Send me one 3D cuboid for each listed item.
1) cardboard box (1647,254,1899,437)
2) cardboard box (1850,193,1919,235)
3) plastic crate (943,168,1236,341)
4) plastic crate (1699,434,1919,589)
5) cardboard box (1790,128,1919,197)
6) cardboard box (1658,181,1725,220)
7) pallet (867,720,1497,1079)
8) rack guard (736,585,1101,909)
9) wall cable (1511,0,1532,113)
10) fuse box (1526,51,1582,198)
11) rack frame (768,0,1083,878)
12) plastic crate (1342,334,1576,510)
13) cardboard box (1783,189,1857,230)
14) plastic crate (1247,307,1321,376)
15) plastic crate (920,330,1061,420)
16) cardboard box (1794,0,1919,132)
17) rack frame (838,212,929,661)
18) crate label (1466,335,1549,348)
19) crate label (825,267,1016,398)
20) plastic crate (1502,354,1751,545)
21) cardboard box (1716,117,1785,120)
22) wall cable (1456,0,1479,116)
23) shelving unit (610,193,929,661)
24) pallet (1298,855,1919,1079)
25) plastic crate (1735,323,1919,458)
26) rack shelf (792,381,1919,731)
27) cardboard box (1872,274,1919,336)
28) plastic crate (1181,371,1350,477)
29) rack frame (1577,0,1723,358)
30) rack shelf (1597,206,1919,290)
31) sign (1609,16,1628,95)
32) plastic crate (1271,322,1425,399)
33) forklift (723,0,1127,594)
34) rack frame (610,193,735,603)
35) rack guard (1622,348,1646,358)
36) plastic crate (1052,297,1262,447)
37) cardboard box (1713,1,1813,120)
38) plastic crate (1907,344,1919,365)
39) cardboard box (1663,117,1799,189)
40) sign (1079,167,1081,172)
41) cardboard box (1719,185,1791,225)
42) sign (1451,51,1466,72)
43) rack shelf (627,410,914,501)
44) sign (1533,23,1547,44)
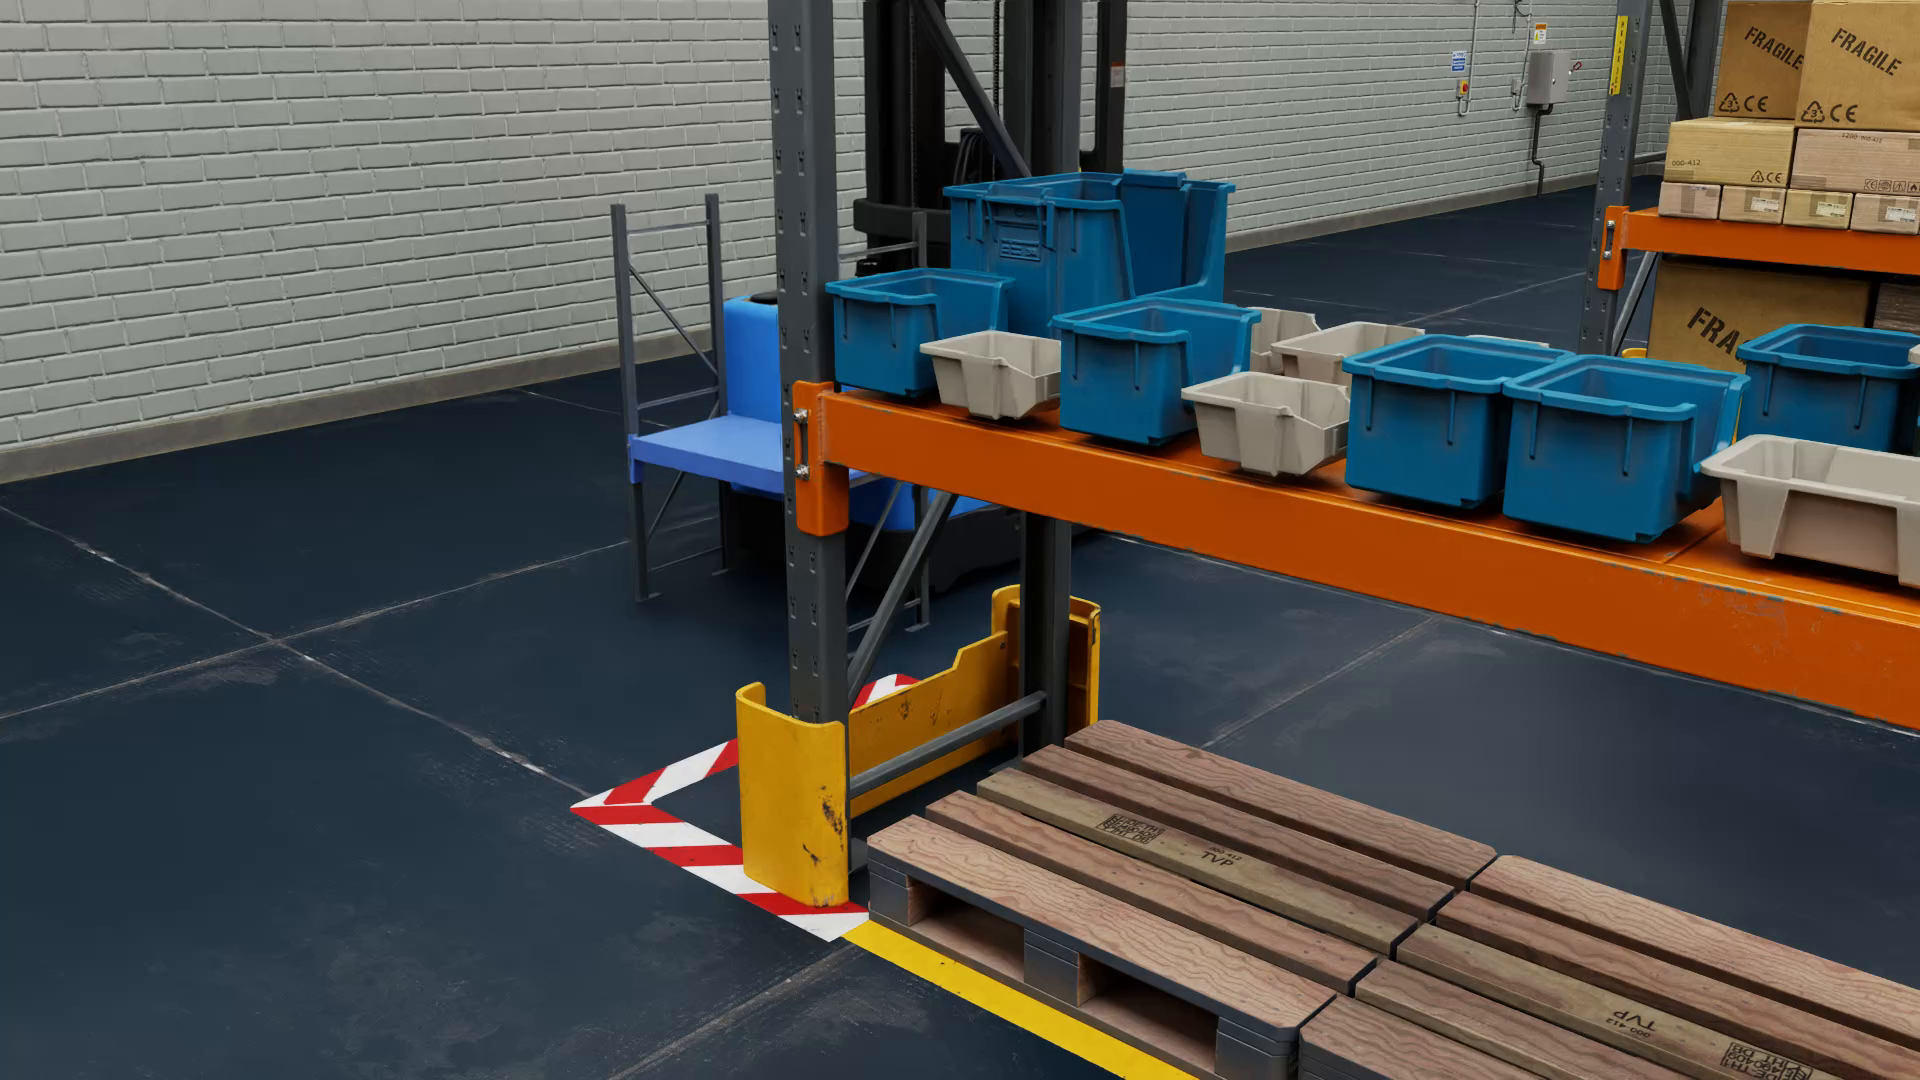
[{"bbox_3d":[3.765,-0.855,7.666,0.875,0.875,0.875,15,23,39],"label":"cardboard box"},{"bbox_3d":[3.861,-1.358,6.847,0.250,0.149,0.380,15,23,38],"label":"cardboard box"},{"bbox_3d":[0.320,-0.678,4.132,0.499,0.435,0.616,15,23,39],"label":"plastic crate"},{"bbox_3d":[1.436,-0.039,2.613,0.466,0.136,0.293,15,23,39],"label":"plastic crate"},{"bbox_3d":[3.807,-1.588,6.914,0.500,0.250,0.500,15,23,39],"label":"cardboard box"},{"bbox_3d":[3.280,-1.513,7.334,0.250,0.149,0.380,15,23,40],"label":"cardboard box"},{"bbox_3d":[0.537,0.846,4.098,1.213,0.211,1.003,15,23,39],"label":"pallet"},{"bbox_3d":[-0.081,0.532,4.609,0.348,0.500,1.175,15,23,39],"label":"rack guard"},{"bbox_3d":[6.511,-5.955,19.237,0.122,1.984,0.588,15,23,39],"label":"wall cable"},{"bbox_3d":[7.082,-4.979,19.972,0.414,1.711,0.539,15,23,39],"label":"fuse box"},{"bbox_3d":[-0.054,-0.658,4.225,0.127,3.000,1.000,15,23,39],"label":"rack frame"},{"bbox_3d":[0.897,-0.218,3.018,0.300,0.233,0.416,15,23,39],"label":"plastic crate"},{"bbox_3d":[3.665,-1.410,7.011,0.250,0.149,0.380,14,23,38],"label":"cardboard box"},{"bbox_3d":[0.676,-0.438,3.869,0.243,0.136,0.396,15,23,39],"label":"plastic crate"},{"bbox_3d":[0.097,-0.353,3.603,0.298,0.136,0.250,15,23,39],"label":"plastic crate"},{"bbox_3d":[3.787,-1.948,6.808,0.500,0.500,0.500,14,23,38],"label":"cardboard box"},{"bbox_3d":[-0.280,-0.344,5.717,0.032,1.500,0.500,14,22,36],"label":"rack frame"},{"bbox_3d":[1.108,-0.326,3.517,0.243,0.136,0.396,15,23,39],"label":"crate label"},{"bbox_3d":[-0.088,-0.482,3.851,0.303,0.233,0.416,15,23,39],"label":"crate label"},{"bbox_3d":[1.121,-0.158,2.828,0.300,0.233,0.416,15,23,39],"label":"plastic crate"},{"bbox_3d":[3.772,-1.811,7.616,0.500,0.250,0.500,15,23,38],"label":"cardboard box"},{"bbox_3d":[5.579,-5.646,18.213,0.123,1.953,0.585,15,23,39],"label":"wall cable"},{"bbox_3d":[-0.678,-0.440,6.018,1.048,1.500,0.538,14,22,36],"label":"shelving unit"},{"bbox_3d":[1.445,1.091,3.326,1.213,0.211,1.003,15,23,39],"label":"pallet"},{"bbox_3d":[1.652,-0.252,3.125,0.300,0.233,0.416,15,23,39],"label":"plastic crate"},{"bbox_3d":[1.442,0.087,3.069,4.000,0.370,1.077,15,23,39],"label":"rack shelf"},{"bbox_3d":[4.446,-0.673,7.090,0.875,0.875,0.875,15,23,39],"label":"cardboard box"},{"bbox_3d":[0.605,-0.217,3.174,0.298,0.136,0.250,15,23,39],"label":"plastic crate"},{"bbox_3d":[3.234,-1.778,7.756,0.127,3.000,1.000,15,23,39],"label":"rack frame"},{"bbox_3d":[4.730,-1.034,6.600,4.000,0.370,1.077,15,23,39],"label":"rack shelf"},{"bbox_3d":[2.861,-2.104,7.221,0.005,0.325,0.100,15,23,39],"label":"sign"},{"bbox_3d":[0.883,-0.376,3.676,0.243,0.136,0.396,15,23,39],"label":"plastic crate"},{"bbox_3d":[0.377,-1.567,7.203,1.130,2.935,3.031,15,23,38],"label":"forklift"},{"bbox_3d":[-1.077,-0.535,6.319,0.032,1.500,0.500,14,22,36],"label":"rack frame"},{"bbox_3d":[3.216,-0.592,8.149,0.348,0.500,1.175,15,23,39],"label":"rack guard"},{"bbox_3d":[0.405,-0.350,3.434,0.300,0.233,0.416,15,23,39],"label":"plastic crate"},{"bbox_3d":[3.773,-2.168,7.500,0.500,0.500,0.500,15,23,40],"label":"cardboard box"},{"bbox_3d":[1.918,-0.175,2.801,0.530,0.282,0.437,15,23,39],"label":"plastic crate"},{"bbox_3d":[3.413,-1.691,7.238,0.500,0.250,0.500,14,23,38],"label":"cardboard box"},{"bbox_3d":[0.299,-0.863,4.603,0.005,0.325,0.100,15,23,39],"label":"sign"},{"bbox_3d":[3.473,-1.461,7.173,0.250,0.149,0.380,15,23,38],"label":"cardboard box"},{"bbox_3d":[5.501,-5.277,18.335,0.001,0.218,0.327,15,23,39],"label":"sign"},{"bbox_3d":[-0.678,-0.268,6.072,1.000,0.185,0.538,14,22,36],"label":"rack shelf"},{"bbox_3d":[6.891,-6.016,19.744,0.001,0.242,0.339,15,23,39],"label":"sign"}]
